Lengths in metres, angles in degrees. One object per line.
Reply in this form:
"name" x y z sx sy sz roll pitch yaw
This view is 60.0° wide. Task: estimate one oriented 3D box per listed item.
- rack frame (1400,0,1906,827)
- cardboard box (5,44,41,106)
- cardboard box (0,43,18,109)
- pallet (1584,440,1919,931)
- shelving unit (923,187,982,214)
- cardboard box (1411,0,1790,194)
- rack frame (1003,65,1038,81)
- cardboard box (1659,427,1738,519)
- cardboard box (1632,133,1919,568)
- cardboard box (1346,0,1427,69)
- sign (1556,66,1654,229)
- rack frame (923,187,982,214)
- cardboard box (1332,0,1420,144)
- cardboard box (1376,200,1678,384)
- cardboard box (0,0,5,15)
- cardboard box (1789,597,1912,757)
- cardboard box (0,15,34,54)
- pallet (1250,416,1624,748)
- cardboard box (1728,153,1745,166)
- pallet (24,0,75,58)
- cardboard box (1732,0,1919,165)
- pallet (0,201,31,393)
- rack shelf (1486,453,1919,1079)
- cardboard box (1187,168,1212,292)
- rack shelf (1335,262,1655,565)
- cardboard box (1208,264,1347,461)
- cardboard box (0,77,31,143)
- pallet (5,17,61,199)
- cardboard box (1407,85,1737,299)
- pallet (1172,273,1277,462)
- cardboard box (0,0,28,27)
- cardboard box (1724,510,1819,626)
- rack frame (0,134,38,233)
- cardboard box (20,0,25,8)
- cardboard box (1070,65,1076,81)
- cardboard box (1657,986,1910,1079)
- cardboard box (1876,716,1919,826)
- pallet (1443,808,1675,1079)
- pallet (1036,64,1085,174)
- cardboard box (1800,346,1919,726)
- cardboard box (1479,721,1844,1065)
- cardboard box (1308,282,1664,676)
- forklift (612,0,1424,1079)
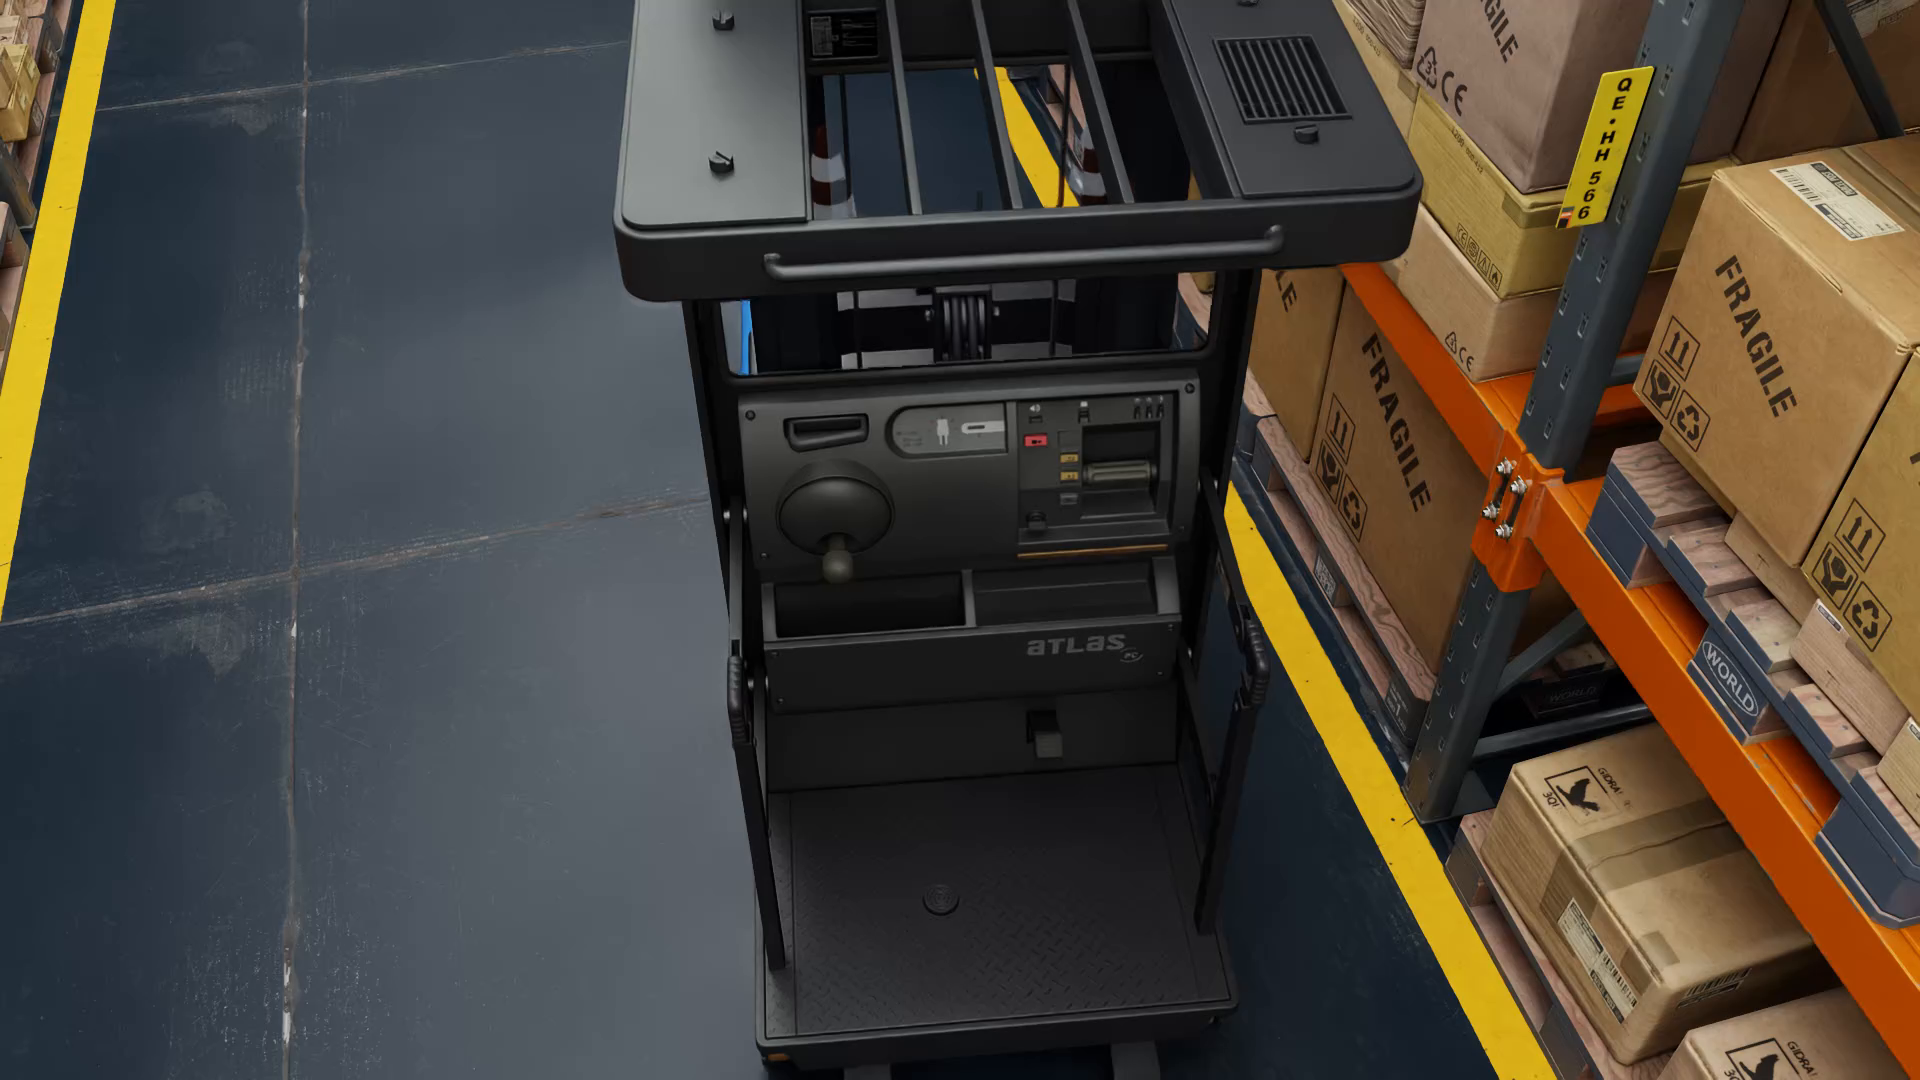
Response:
"rack frame" 1.710 -0.409 3.551 1.000 3.000 0.127 -11 47 -10
"cardboard box" -3.924 -1.839 6.654 0.380 0.149 0.250 -9 46 -9
"cardboard box" -3.857 -1.758 6.367 0.380 0.149 0.250 -9 46 -8
"pallet" 1.995 0.130 3.156 1.213 0.211 1.003 -11 47 -10
"shelving unit" -0.024 -0.551 5.055 0.215 1.050 0.252 -4 46 -4
"cardboard box" 1.325 -1.103 3.461 0.500 0.500 0.500 -12 47 -11
"rack frame" 0.686 -3.171 6.257 1.000 3.000 0.127 -11 47 -10
"cardboard box" 1.613 -0.210 3.237 0.380 0.149 0.250 -13 47 -13
"cardboard box" 1.601 -0.342 2.913 0.500 0.500 0.500 -12 47 -11
"cardboard box" 1.185 -1.456 3.807 0.500 0.500 0.500 -10 46 -10
"sign" 1.174 -0.711 3.036 0.100 0.325 0.005 -11 47 -10
"rack frame" -0.036 -0.637 5.140 0.200 1.050 0.008 -4 46 -4
"cardboard box" 1.205 -1.173 4.054 0.500 0.250 0.500 -12 47 -11
"cardboard box" 1.329 -0.658 3.900 0.500 0.250 0.500 -12 47 -12
"cardboard box" -4.172 -2.265 6.863 0.380 0.149 0.250 -13 47 -12
"cardboard box" 1.679 0.189 2.847 0.380 0.149 0.250 -14 47 -13
"cardboard box" -4.038 -2.001 6.813 0.380 0.149 0.250 -11 47 -11
"pallet" 1.581 0.009 5.094 1.003 0.211 1.213 -11 47 -10
"cardboard box" 1.819 -0.927 3.813 0.500 0.250 0.500 -11 47 -11
"pallet" -4.595 -2.521 7.573 1.003 0.211 1.213 -11 47 -10
"cardboard box" 1.820 -1.179 3.536 0.500 0.500 0.500 -12 47 -12
"pallet" -3.873 -0.683 5.771 1.003 0.211 1.213 -11 47 -10
"rack shelf" 2.222 1.223 2.455 1.077 0.370 4.000 -11 47 -10
"cardboard box" 1.161 -1.539 5.851 0.875 0.875 0.875 -9 46 -9
"rack shelf" 1.198 -1.538 5.161 1.077 0.370 4.000 -11 47 -10
"cardboard box" 1.389 -0.921 5.246 0.875 0.875 0.875 -10 46 -10
"cardboard box" -3.856 -1.655 6.474 0.380 0.149 0.250 -13 47 -12
"pallet" -4.280 -1.677 6.746 1.003 0.211 1.213 -11 47 -10
"cardboard box" 1.340 -0.820 3.708 0.500 0.250 0.500 -11 47 -10
"pallet" 1.272 -0.832 5.918 1.003 0.211 1.213 -11 47 -10
"cardboard box" -4.151 -2.167 6.976 0.380 0.149 0.250 -12 47 -11
"cardboard box" 1.653 -0.009 3.040 0.380 0.149 0.250 -13 47 -13
"rack frame" -4.073 -2.196 5.302 1.000 3.000 0.127 -11 47 -10
"cardboard box" -4.254 -2.347 7.152 0.380 0.149 0.250 -13 47 -12
"cardboard box" 0.922 -2.161 6.461 0.875 0.875 0.875 -9 46 -9
"cardboard box" 2.041 1.263 3.457 0.950 0.372 0.625 -12 47 -11
"cardboard box" 1.729 0.382 2.657 0.380 0.149 0.250 -10 47 -10
"pallet" 1.908 1.107 4.018 1.003 0.211 1.213 -11 47 -10
"pallet" 0.956 -1.676 6.745 1.003 0.211 1.213 -11 47 -10
"cardboard box" 1.742 0.016 2.562 0.500 0.500 0.500 -9 46 -8
"cardboard box" 1.845 0.755 3.955 0.950 0.372 0.625 -14 47 -13
"cardboard box" 1.613 -0.305 4.642 0.875 0.875 0.875 -11 47 -11
"forklift" 0.048 -0.034 3.231 1.130 2.935 3.031 -4 46 -4
